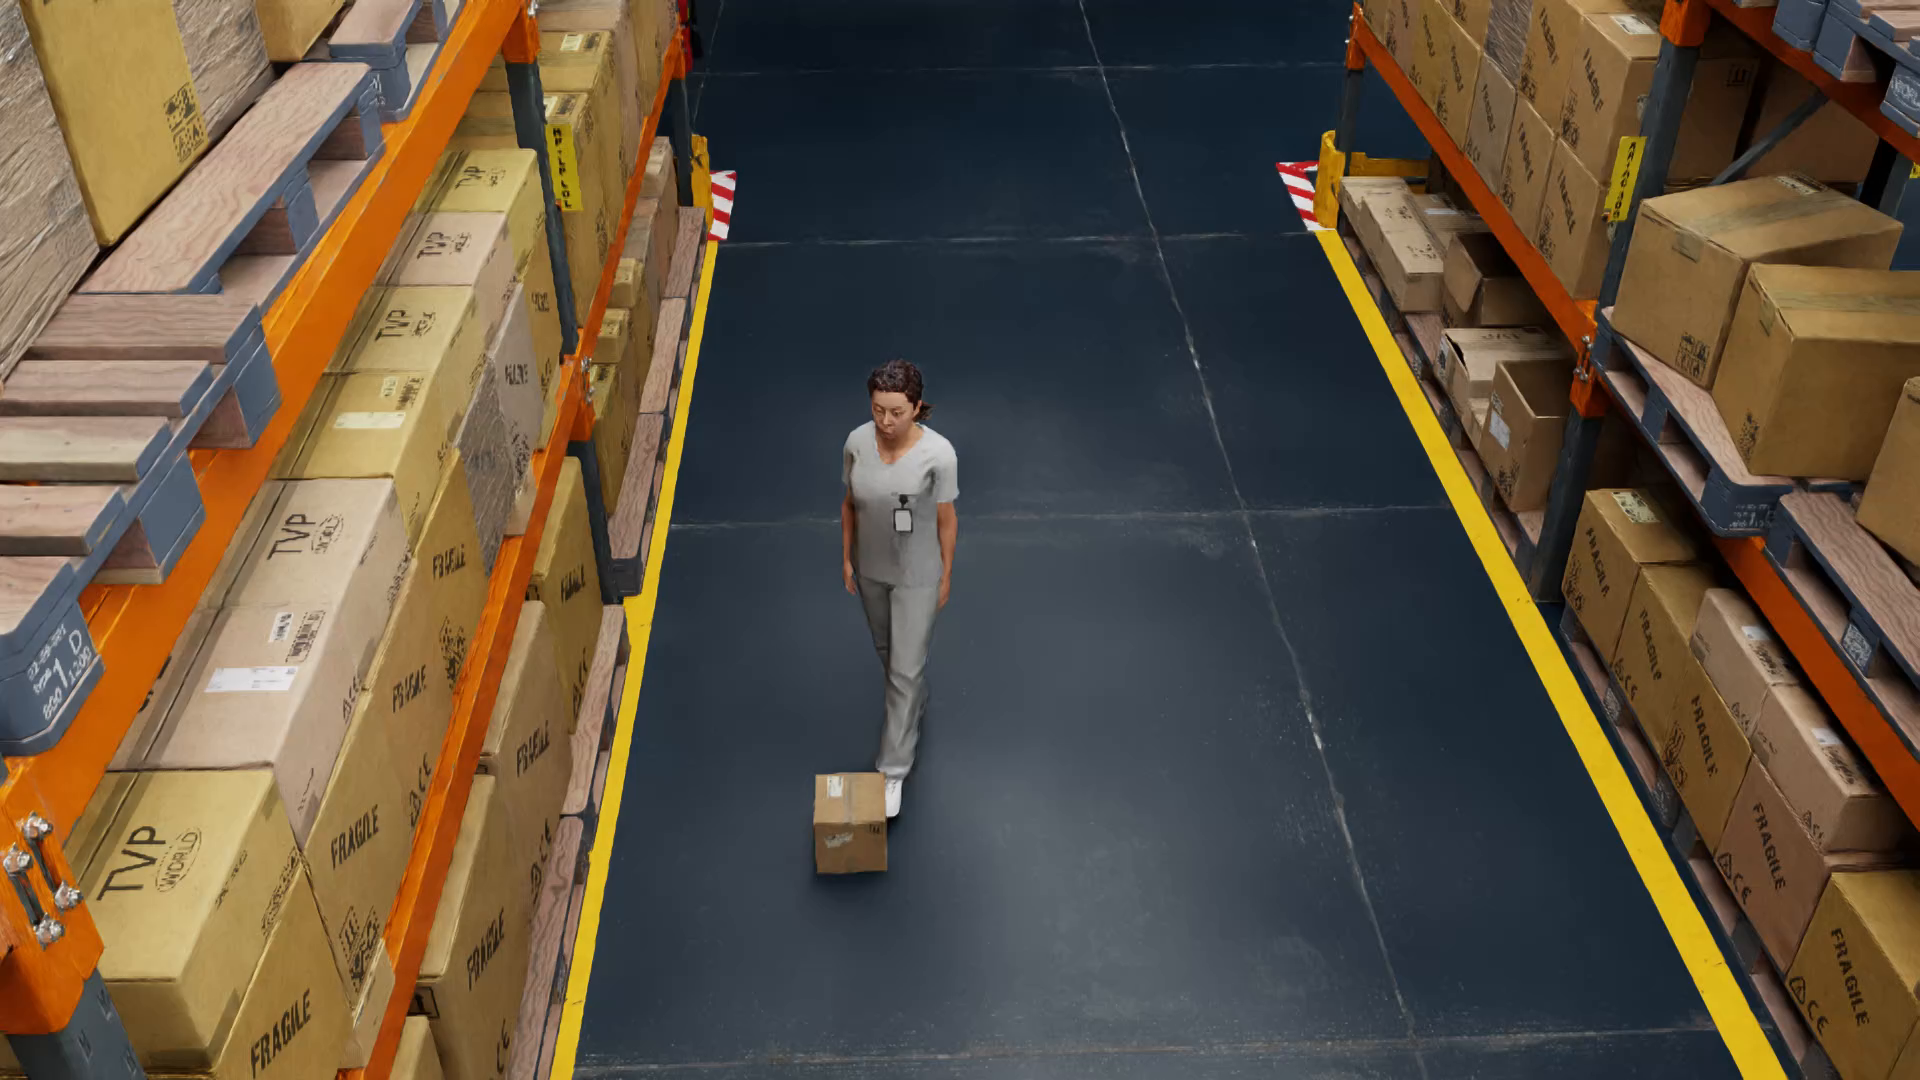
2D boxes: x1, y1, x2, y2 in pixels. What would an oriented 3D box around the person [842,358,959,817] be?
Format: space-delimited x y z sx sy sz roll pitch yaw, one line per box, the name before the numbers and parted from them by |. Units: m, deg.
person | -0.275 0.163 5.908 0.430 1.662 0.705 14 38 19
